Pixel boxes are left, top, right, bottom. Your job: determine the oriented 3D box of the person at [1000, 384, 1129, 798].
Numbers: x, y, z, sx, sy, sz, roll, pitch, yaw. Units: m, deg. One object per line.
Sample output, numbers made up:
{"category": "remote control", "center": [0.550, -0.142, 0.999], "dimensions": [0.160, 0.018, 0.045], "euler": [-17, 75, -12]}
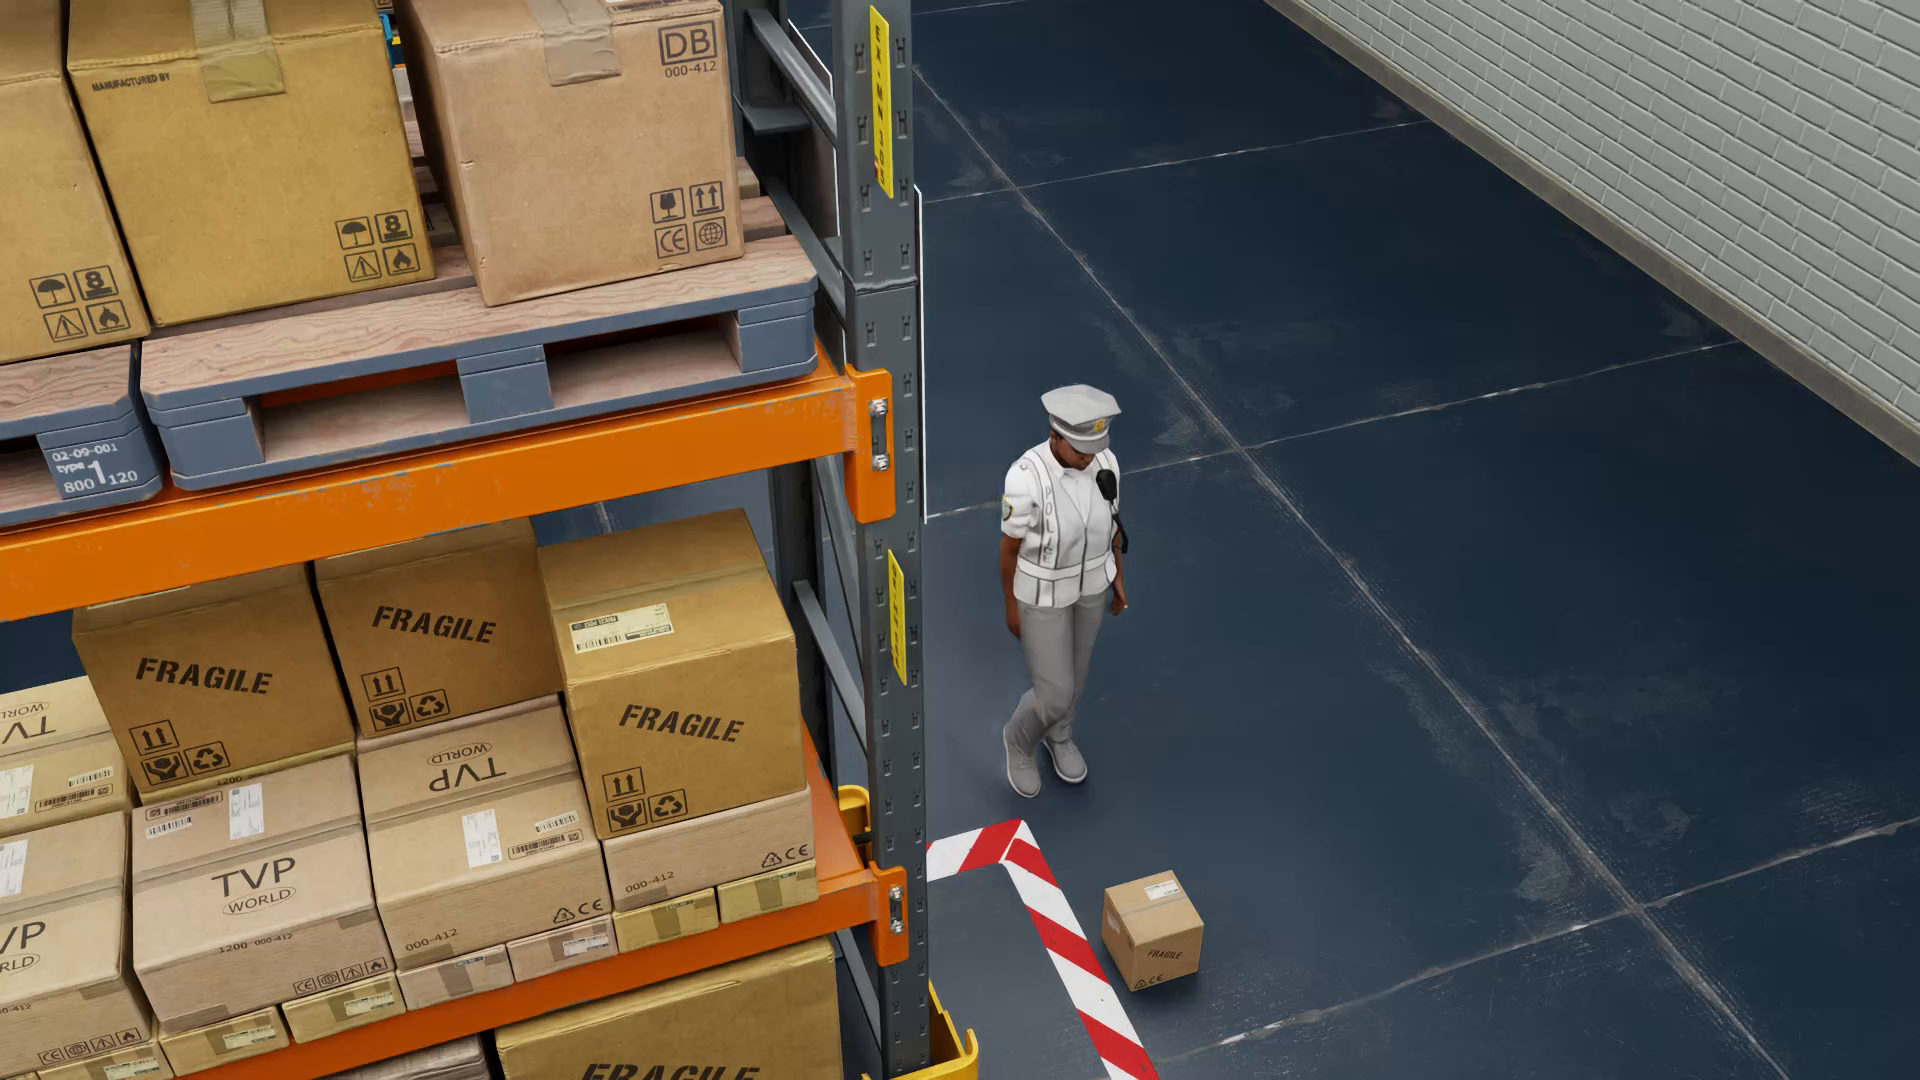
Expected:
{"category": "person", "center": [0.387, 0.209, 5.882], "dimensions": [0.473, 1.677, 0.430], "euler": [-20, 42, -24]}
